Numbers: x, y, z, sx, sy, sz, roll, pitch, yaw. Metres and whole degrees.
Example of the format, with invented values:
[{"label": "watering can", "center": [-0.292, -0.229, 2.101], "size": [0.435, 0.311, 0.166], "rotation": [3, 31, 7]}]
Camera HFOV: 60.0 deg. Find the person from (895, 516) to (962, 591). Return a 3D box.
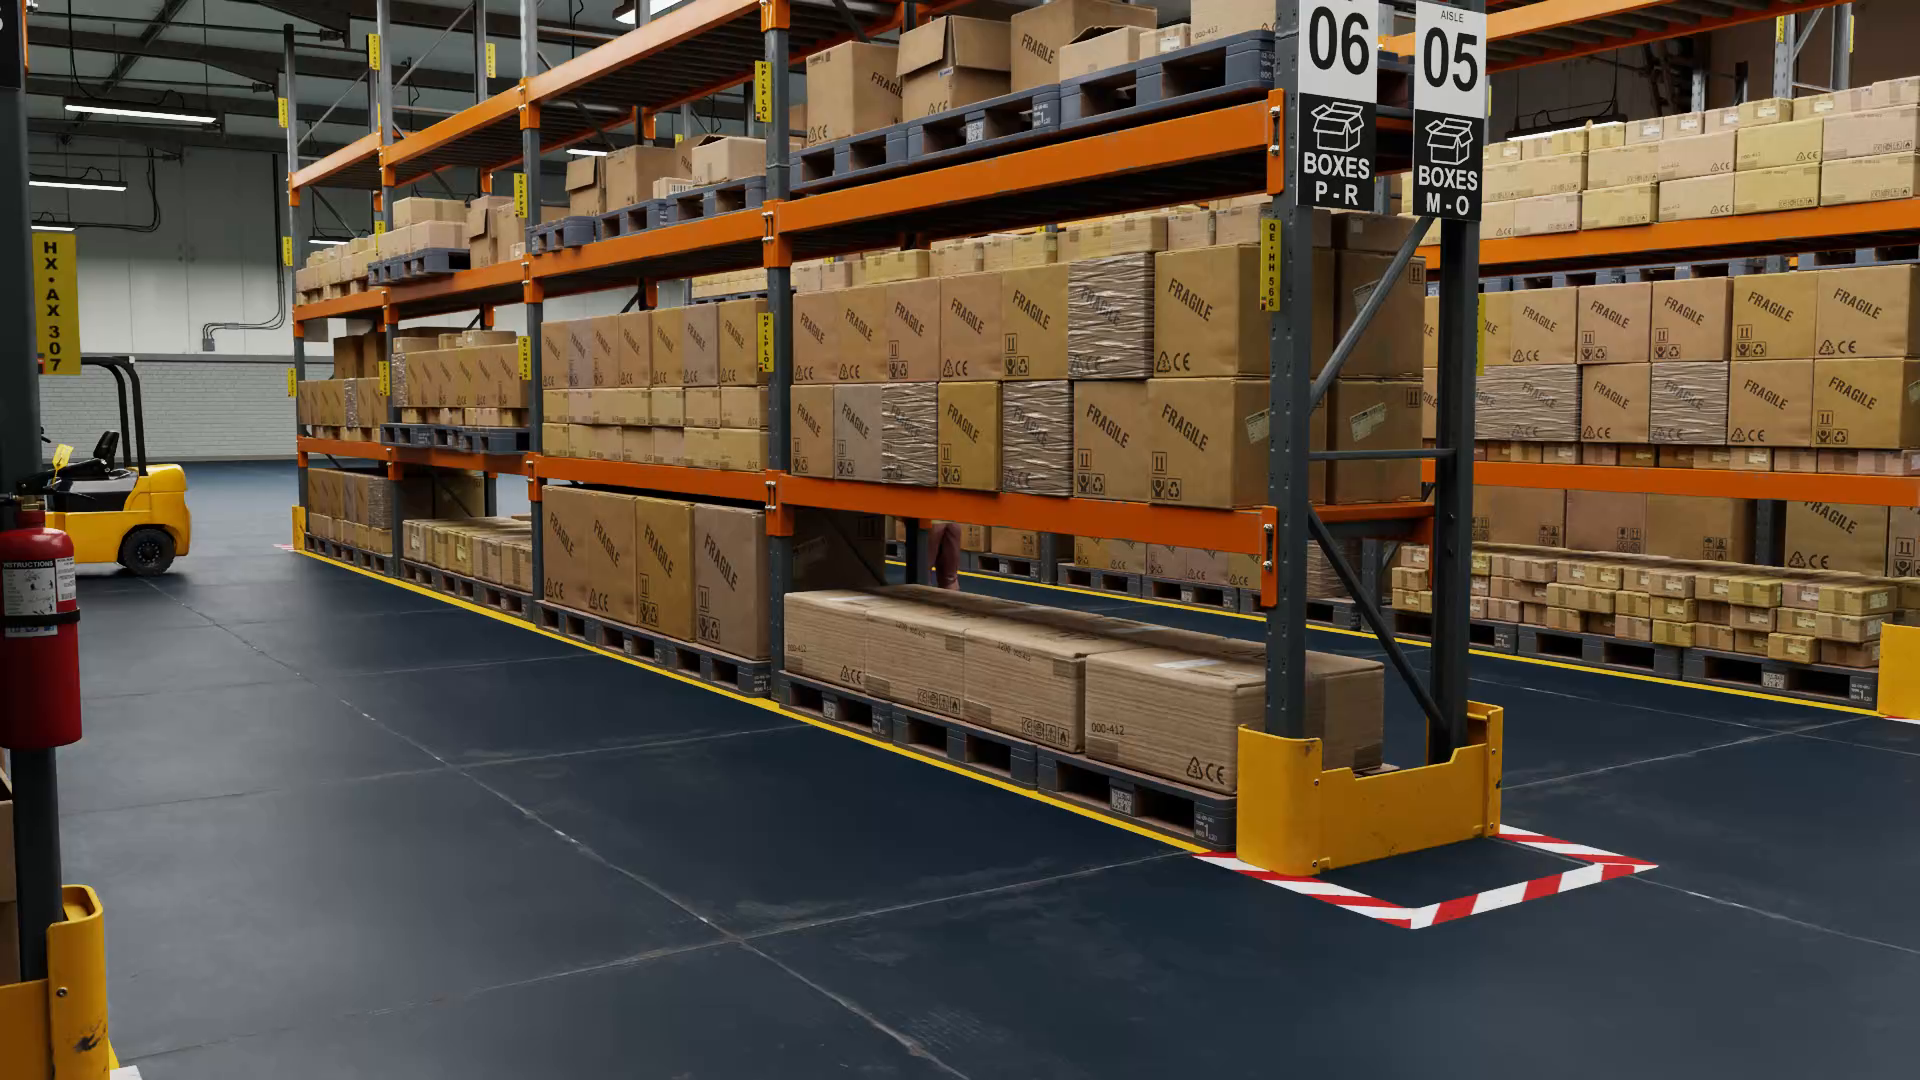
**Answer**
[{"label": "person", "center": [-0.201, -0.073, 11.486], "size": [0.426, 1.662, 0.554], "rotation": [-3, 6, -33]}]
